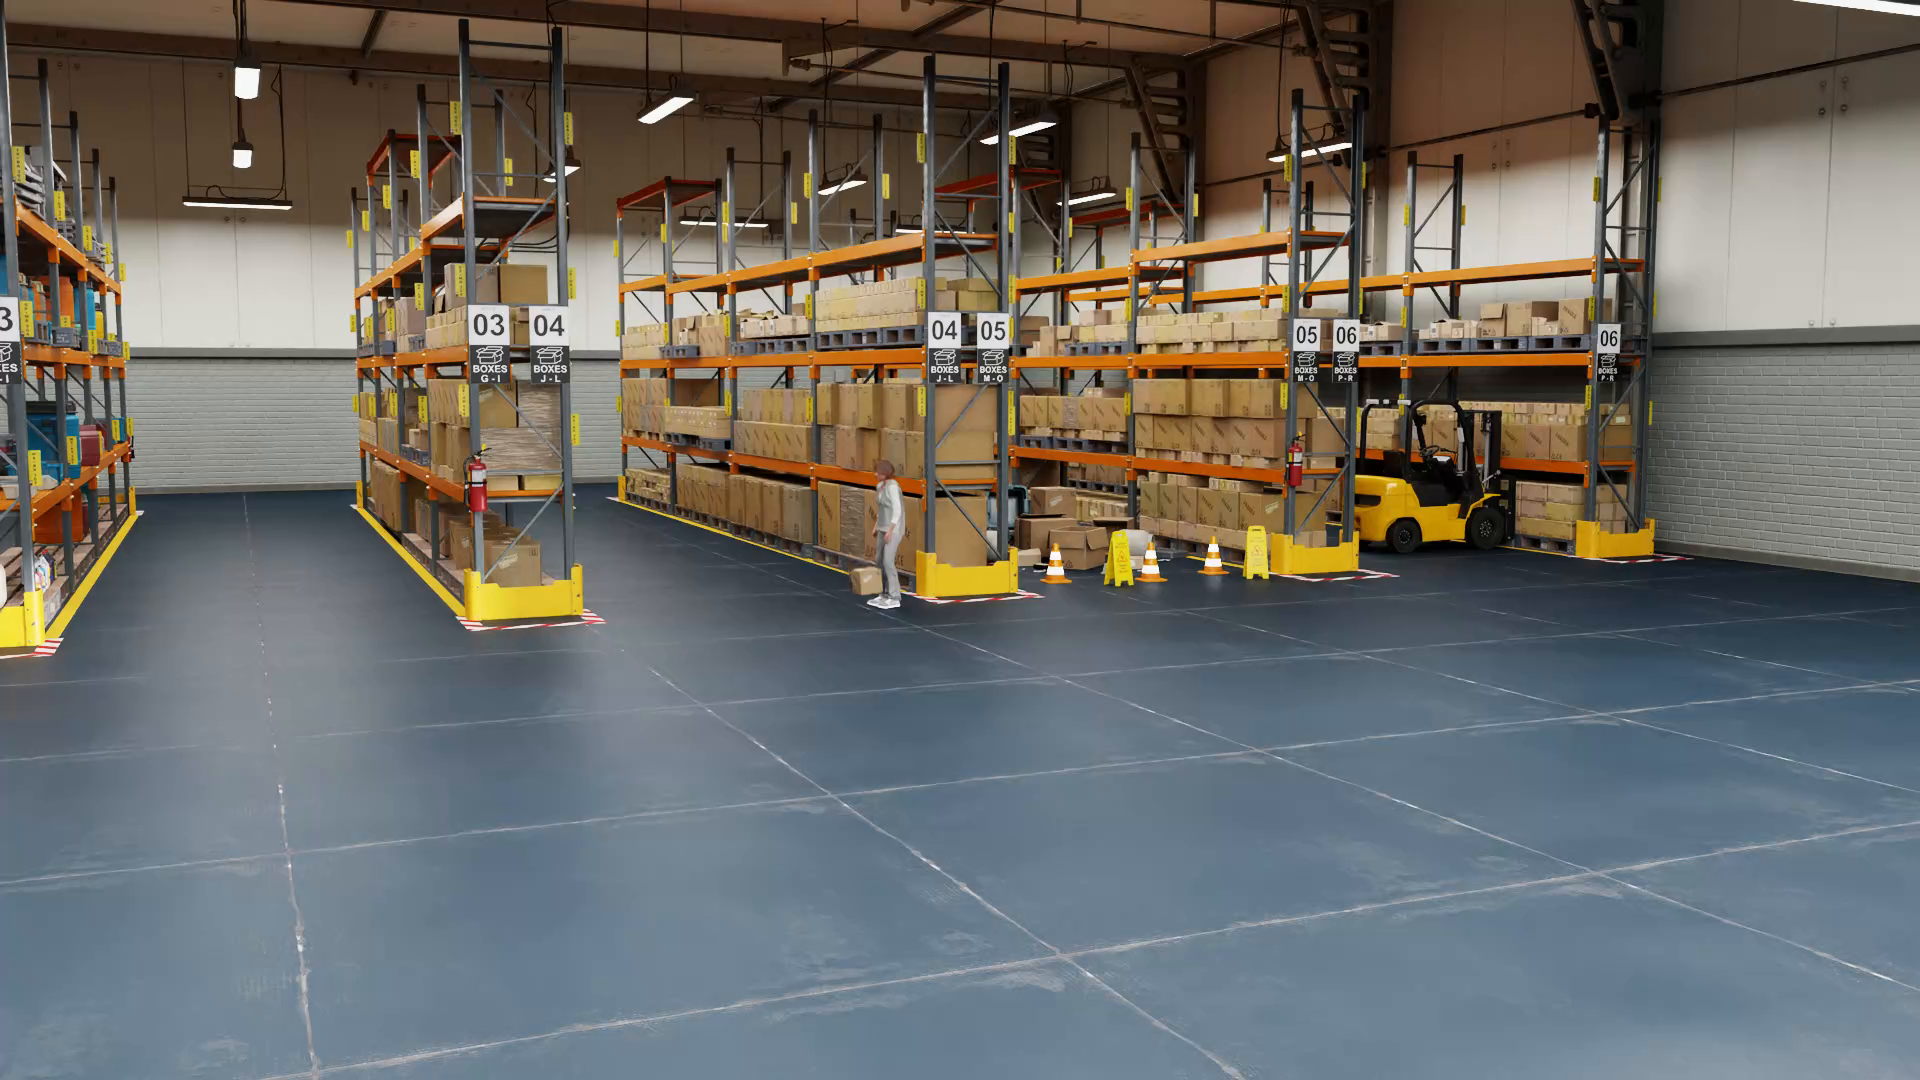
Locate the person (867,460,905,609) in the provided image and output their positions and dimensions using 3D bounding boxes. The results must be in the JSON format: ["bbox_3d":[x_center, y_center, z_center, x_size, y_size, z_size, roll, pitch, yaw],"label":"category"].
[{"bbox_3d":[-0.777,-0.070,17.913,0.342,1.596,0.456,-3,6,-25],"label":"person"}]
